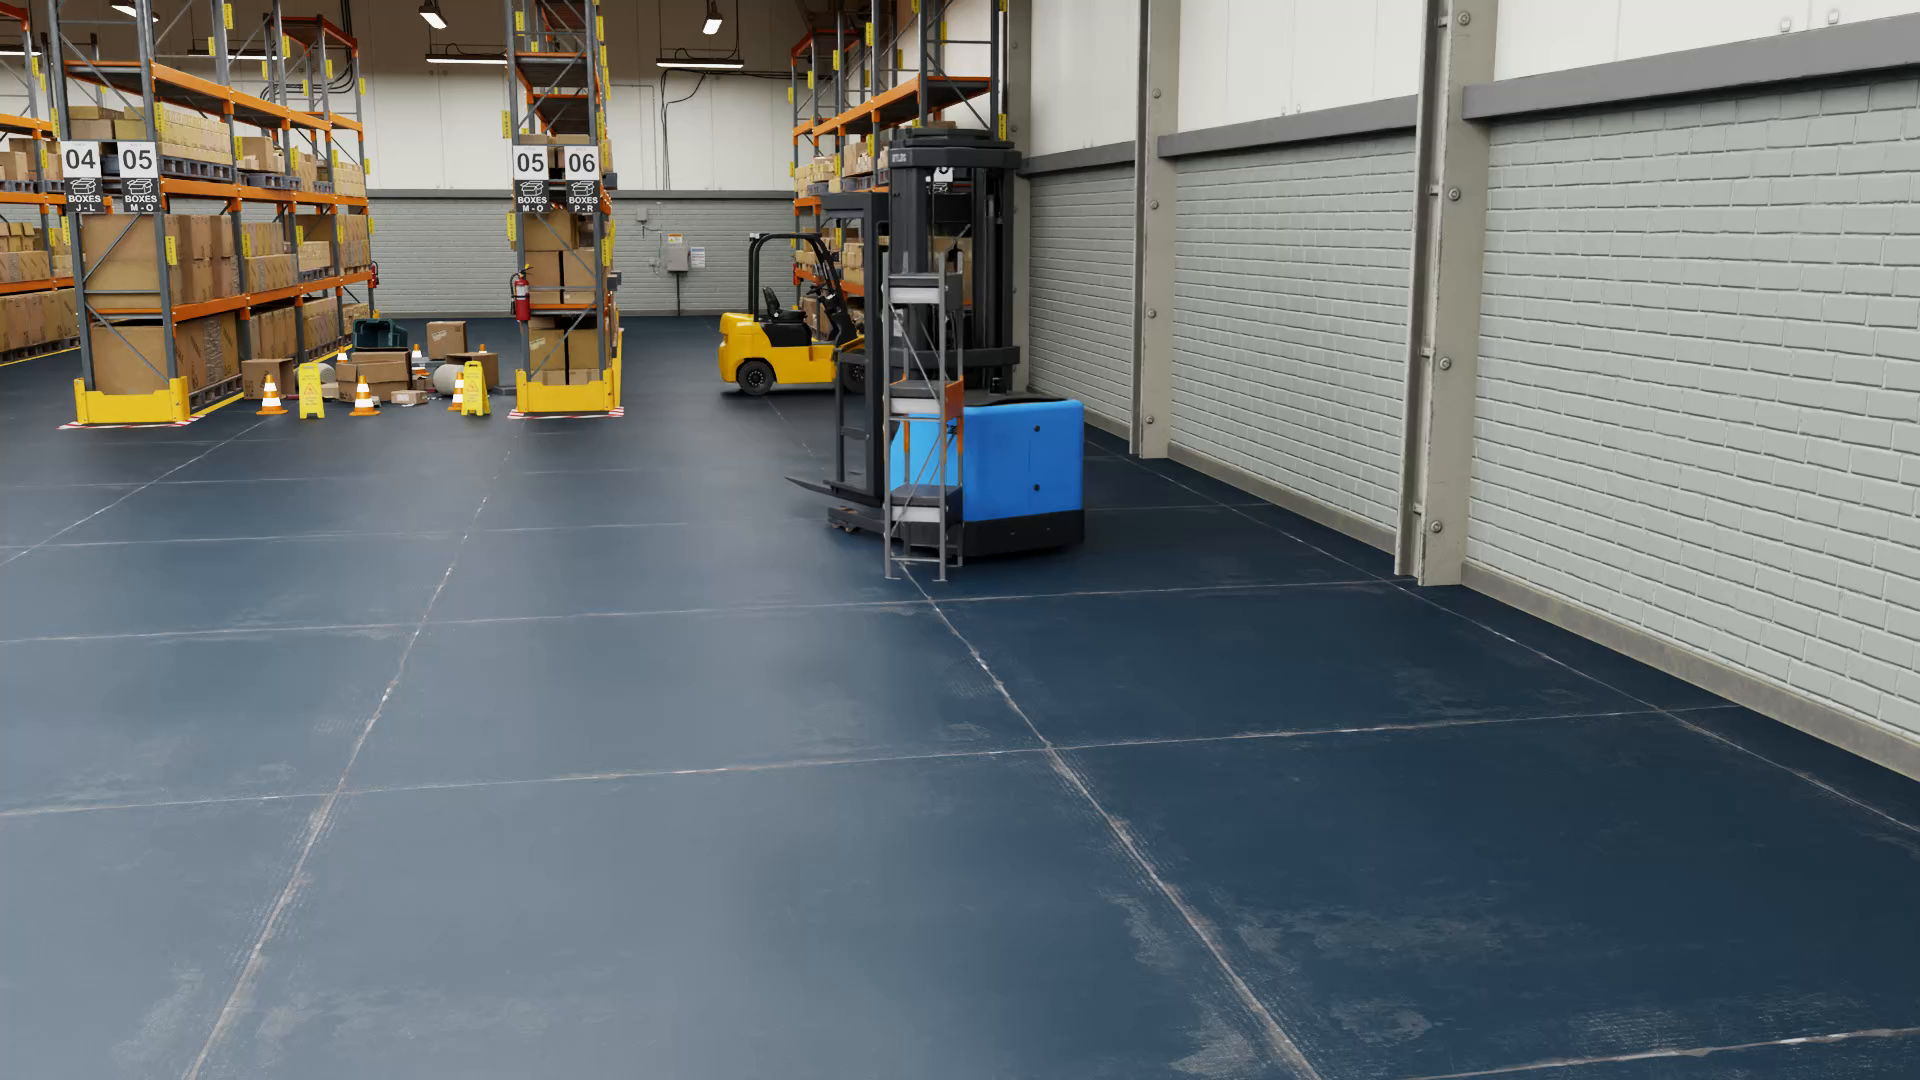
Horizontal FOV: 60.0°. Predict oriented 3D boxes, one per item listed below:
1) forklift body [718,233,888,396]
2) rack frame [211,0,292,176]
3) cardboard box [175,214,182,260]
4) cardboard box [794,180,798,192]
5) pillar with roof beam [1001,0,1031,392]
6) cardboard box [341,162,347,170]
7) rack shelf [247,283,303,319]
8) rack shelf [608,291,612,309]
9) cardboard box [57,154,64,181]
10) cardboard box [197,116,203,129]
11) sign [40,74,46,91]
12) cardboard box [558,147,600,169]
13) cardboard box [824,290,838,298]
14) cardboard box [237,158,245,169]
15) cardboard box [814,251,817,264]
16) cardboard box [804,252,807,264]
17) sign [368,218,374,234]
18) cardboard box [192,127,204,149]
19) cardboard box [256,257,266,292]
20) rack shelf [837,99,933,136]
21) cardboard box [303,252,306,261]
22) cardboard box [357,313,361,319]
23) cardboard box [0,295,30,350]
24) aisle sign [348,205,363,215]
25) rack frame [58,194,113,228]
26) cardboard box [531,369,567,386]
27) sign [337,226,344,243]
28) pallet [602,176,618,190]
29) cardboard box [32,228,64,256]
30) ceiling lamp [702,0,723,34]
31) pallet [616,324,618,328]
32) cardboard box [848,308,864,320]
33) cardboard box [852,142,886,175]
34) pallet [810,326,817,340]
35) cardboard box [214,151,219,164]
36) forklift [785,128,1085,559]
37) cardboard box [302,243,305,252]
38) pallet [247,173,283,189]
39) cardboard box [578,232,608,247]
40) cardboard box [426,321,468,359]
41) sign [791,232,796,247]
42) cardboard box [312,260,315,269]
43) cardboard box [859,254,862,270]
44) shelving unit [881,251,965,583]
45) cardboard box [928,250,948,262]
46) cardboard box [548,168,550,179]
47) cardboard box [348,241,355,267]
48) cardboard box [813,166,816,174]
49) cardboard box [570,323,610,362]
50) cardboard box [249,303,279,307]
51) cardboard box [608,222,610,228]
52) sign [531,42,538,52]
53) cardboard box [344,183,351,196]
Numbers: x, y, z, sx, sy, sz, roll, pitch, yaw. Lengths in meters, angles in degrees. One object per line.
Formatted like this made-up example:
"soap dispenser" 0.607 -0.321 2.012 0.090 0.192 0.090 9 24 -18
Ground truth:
"forklift body" -2.173 -3.126 22.870 2.313 2.155 1.214 -2 11 -11
"rack frame" -11.274 -7.296 26.464 1.000 3.000 0.127 -2 11 -11
"cardboard box" -9.950 -3.653 20.079 0.875 0.550 0.550 -2 11 -11
"cardboard box" -3.308 -7.651 35.955 0.500 0.250 0.500 -2 11 -12
"pillar with roof beam" -3.488 -6.213 20.771 9.100 9.000 0.400 -2 11 -11
"cardboard box" -12.080 -7.229 32.132 0.380 0.149 0.250 -2 11 -8
"rack shelf" -10.885 -3.629 25.165 1.077 0.370 4.000 -2 11 -11
"rack shelf" -6.049 -3.828 26.209 1.077 0.370 4.000 -2 11 -11
"cardboard box" -17.211 -7.040 31.484 0.700 0.500 0.500 -2 11 -9
"cardboard box" -9.817 -5.279 21.036 0.380 0.149 0.250 -2 11 -10
"sign" -18.261 -9.119 33.121 0.100 0.325 0.005 -2 11 -11
"cardboard box" -4.719 -4.729 20.601 0.500 0.250 0.500 -2 11 -12
"cardboard box" -2.442 -4.784 32.343 0.380 0.149 0.250 -3 11 -14
"cardboard box" -10.455 -5.421 23.912 0.250 0.149 0.380 -2 11 -11
"cardboard box" -2.474 -5.621 32.317 0.700 0.500 0.500 -2 11 -10
"cardboard box" -2.982 -5.897 34.765 0.500 0.250 0.500 -2 11 -13
"sign" -12.282 -6.557 34.683 0.100 0.325 0.005 -2 11 -11
"cardboard box" -9.856 -5.059 20.946 0.500 0.250 0.500 -2 11 -11
"cardboard box" -10.434 -3.864 24.206 0.500 0.500 0.500 -2 11 -11
"rack shelf" -1.181 -6.760 26.637 1.077 0.370 4.000 -2 11 -11
"cardboard box" -11.331 -4.819 28.246 0.380 0.149 0.250 -2 11 -11
"cardboard box" -12.200 -4.445 33.232 0.380 0.149 0.250 -2 11 -8
"cardboard box" -16.439 -3.641 27.864 1.225 0.875 0.875 -2 11 -11
"aisle sign" -12.550 -7.118 34.619 0.394 0.787 0.004 -2 11 -11
"rack frame" -17.715 -5.655 33.884 1.000 3.000 0.127 -2 11 -11
"cardboard box" -5.308 -2.079 21.328 0.500 0.250 0.500 -2 11 -11
"sign" -11.509 -5.673 30.881 0.100 0.325 0.005 -2 11 -11
"pallet" -5.881 -5.503 25.565 1.213 0.211 1.003 -2 11 -11
"cardboard box" -16.780 -5.459 30.456 0.500 0.500 0.500 -2 11 -11
"ceiling lamp" -4.341 -11.044 30.541 0.800 3.185 2.000 -2 11 -11
"pallet" -7.528 -4.278 34.109 1.003 0.211 1.213 -2 11 -11
"cardboard box" -1.462 -3.654 28.600 0.875 0.625 0.625 -2 11 -9
"cardboard box" -1.470 -6.179 26.957 0.500 0.500 0.500 -2 11 -10
"pallet" -2.481 -4.219 33.798 1.003 0.211 1.213 -2 11 -11
"cardboard box" -9.961 -5.026 21.838 0.380 0.149 0.250 -2 11 -11
"forklift" -0.345 -1.539 12.444 1.130 2.935 3.031 -7 13 -32
"cardboard box" -11.323 -4.959 28.187 0.380 0.149 0.250 -3 11 -13
"pallet" -10.877 -5.409 25.075 1.003 0.211 1.213 -2 11 -8
"cardboard box" -5.470 -4.312 24.644 0.500 0.500 0.500 -2 11 -10
"cardboard box" -7.401 -2.888 24.008 0.500 0.500 0.500 -2 11 -11
"sign" -3.658 -6.602 36.545 0.100 0.325 0.005 -2 11 -11
"cardboard box" -11.472 -4.813 29.008 0.380 0.149 0.250 -2 11 -13
"cardboard box" -1.339 -4.436 26.546 0.500 0.250 0.500 -2 11 -10
"shelving unit" -0.233 -0.810 10.838 0.431 2.100 0.503 3 11 13
"cardboard box" -0.357 -3.683 21.522 0.380 0.149 0.250 -2 11 -10
"cardboard box" -5.226 -4.486 20.393 0.380 0.149 0.250 -2 11 -11
"cardboard box" -12.067 -5.562 32.336 0.500 0.500 0.500 -2 11 -12
"cardboard box" -2.591 -7.049 31.674 0.380 0.149 0.250 -2 11 -12
"cardboard box" -4.969 -2.655 22.348 0.500 0.500 0.500 -2 11 -10
"cardboard box" -11.664 -3.812 27.759 0.500 0.250 0.500 -2 11 -12
"cardboard box" -6.775 -5.654 30.940 0.500 0.500 0.500 -2 11 -10
"sign" -6.982 -8.011 27.296 0.100 0.325 0.005 -2 11 -11
"cardboard box" -12.072 -6.765 32.096 0.500 0.250 0.500 -2 11 -9
